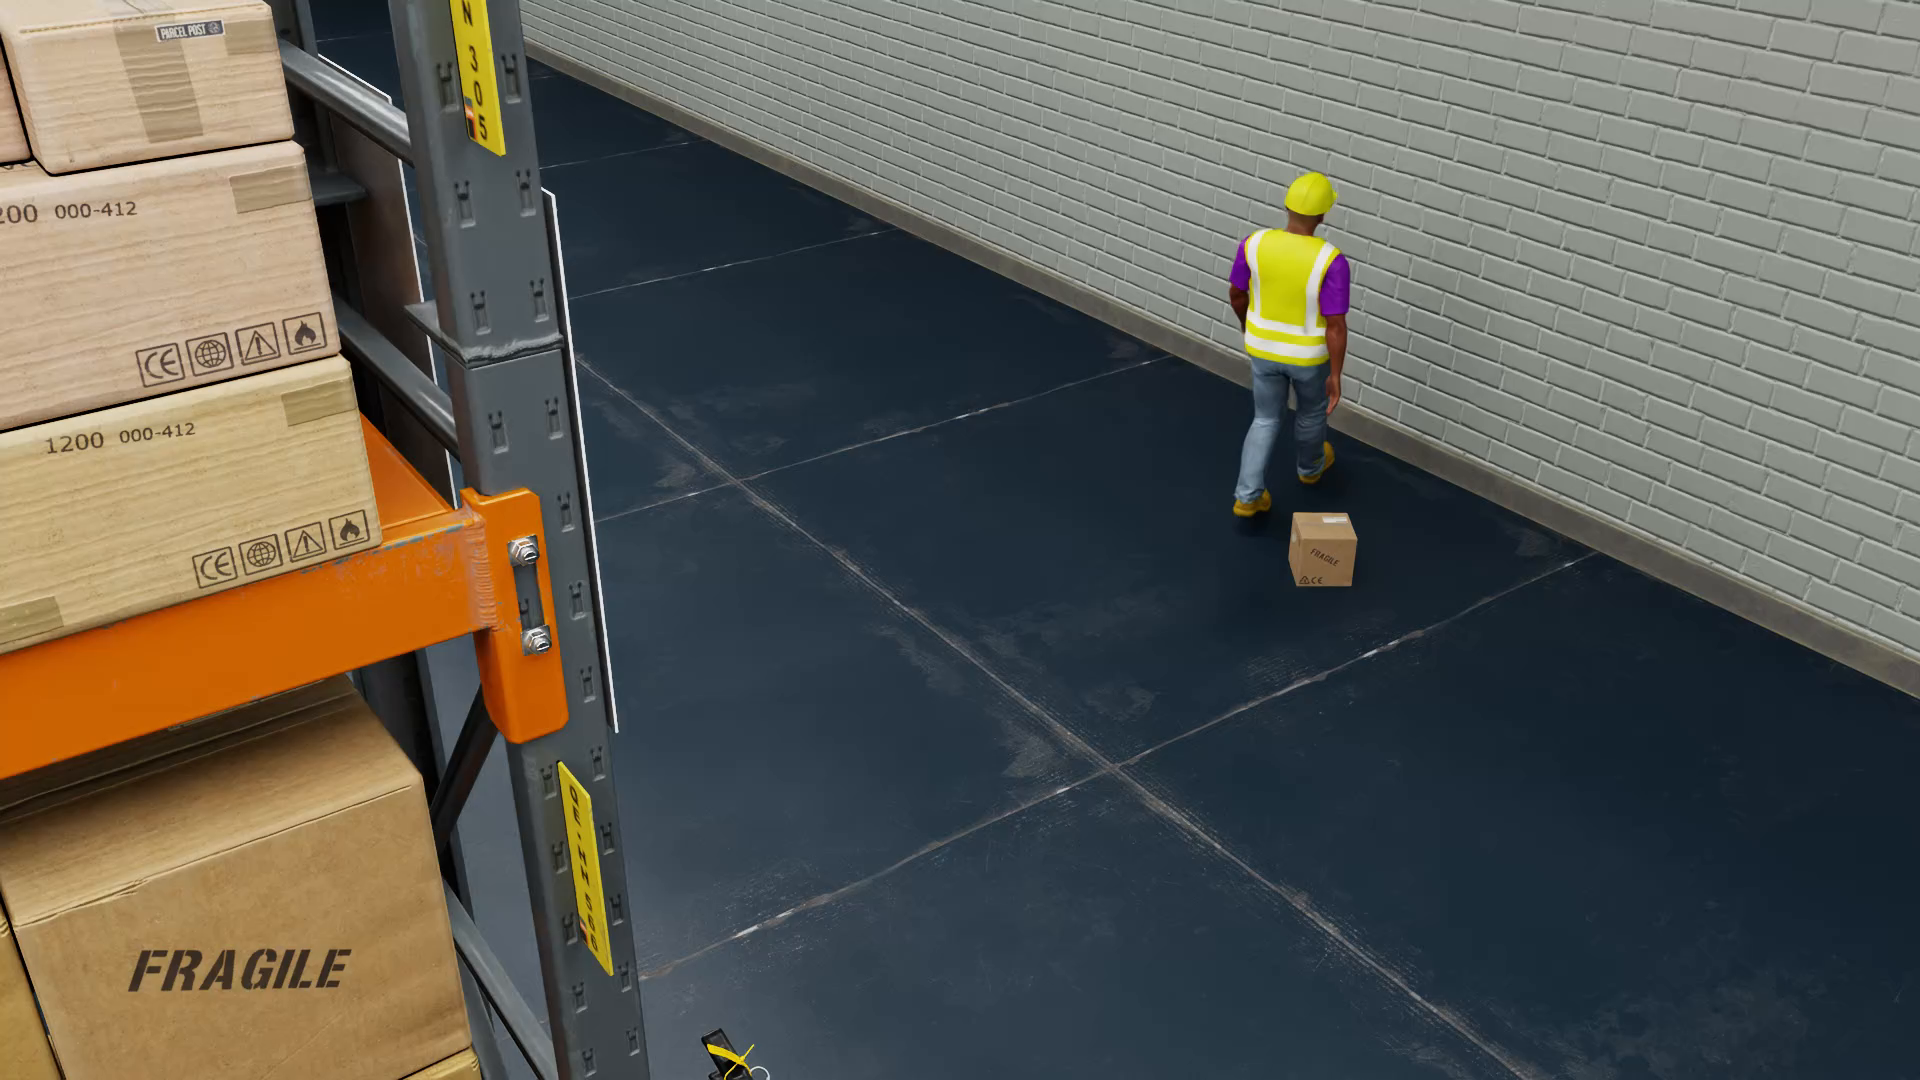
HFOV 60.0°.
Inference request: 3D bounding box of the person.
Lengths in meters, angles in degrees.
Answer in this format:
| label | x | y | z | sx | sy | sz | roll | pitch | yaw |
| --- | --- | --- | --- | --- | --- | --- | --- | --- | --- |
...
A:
| label | x | y | z | sx | sy | sz | roll | pitch | yaw |
| --- | --- | --- | --- | --- | --- | --- | --- | --- | --- |
| person | 1.612 | -0.971 | 7.935 | 0.621 | 1.705 | 0.942 | 14 | 31 | 24 |
